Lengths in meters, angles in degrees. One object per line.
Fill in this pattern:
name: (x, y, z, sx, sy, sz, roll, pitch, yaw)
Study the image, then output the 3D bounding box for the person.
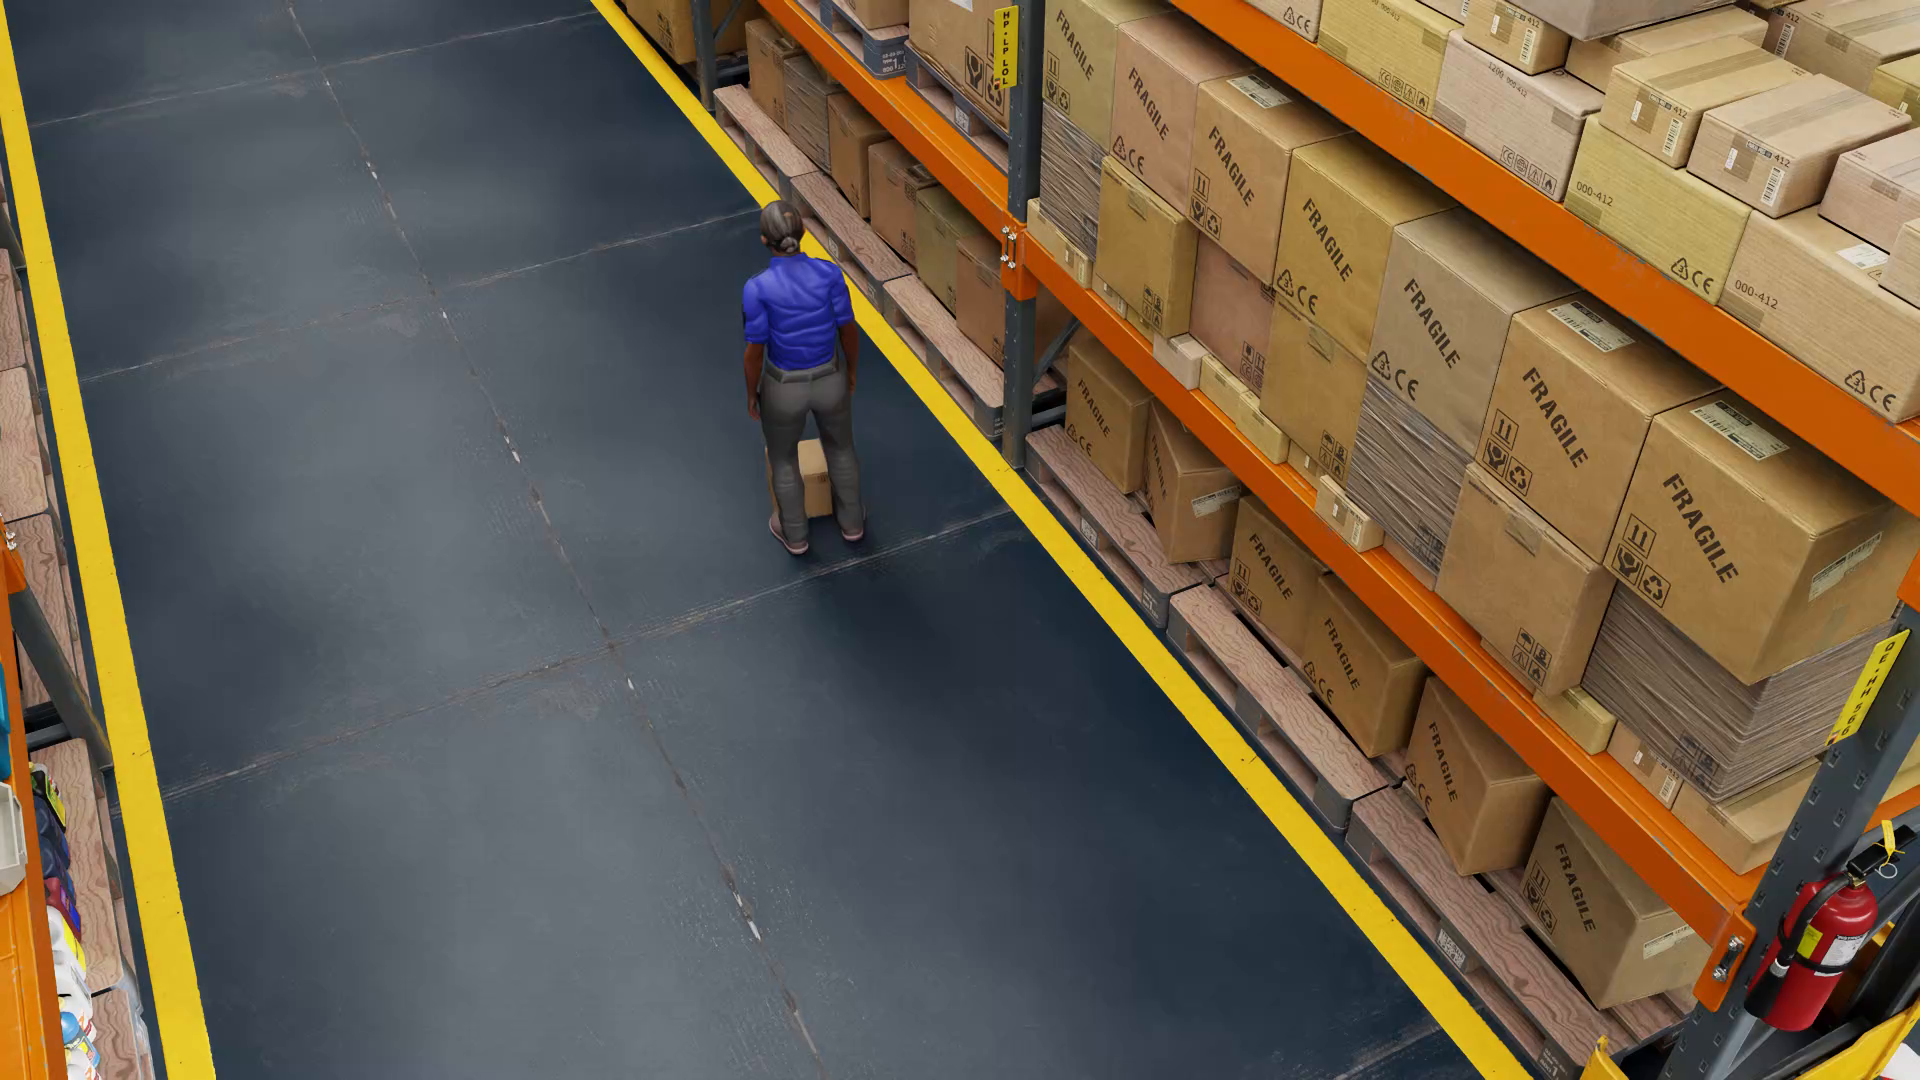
person: (-0.644, -0.647, 6.894, 0.512, 1.653, 0.348, -14, 43, -15)
